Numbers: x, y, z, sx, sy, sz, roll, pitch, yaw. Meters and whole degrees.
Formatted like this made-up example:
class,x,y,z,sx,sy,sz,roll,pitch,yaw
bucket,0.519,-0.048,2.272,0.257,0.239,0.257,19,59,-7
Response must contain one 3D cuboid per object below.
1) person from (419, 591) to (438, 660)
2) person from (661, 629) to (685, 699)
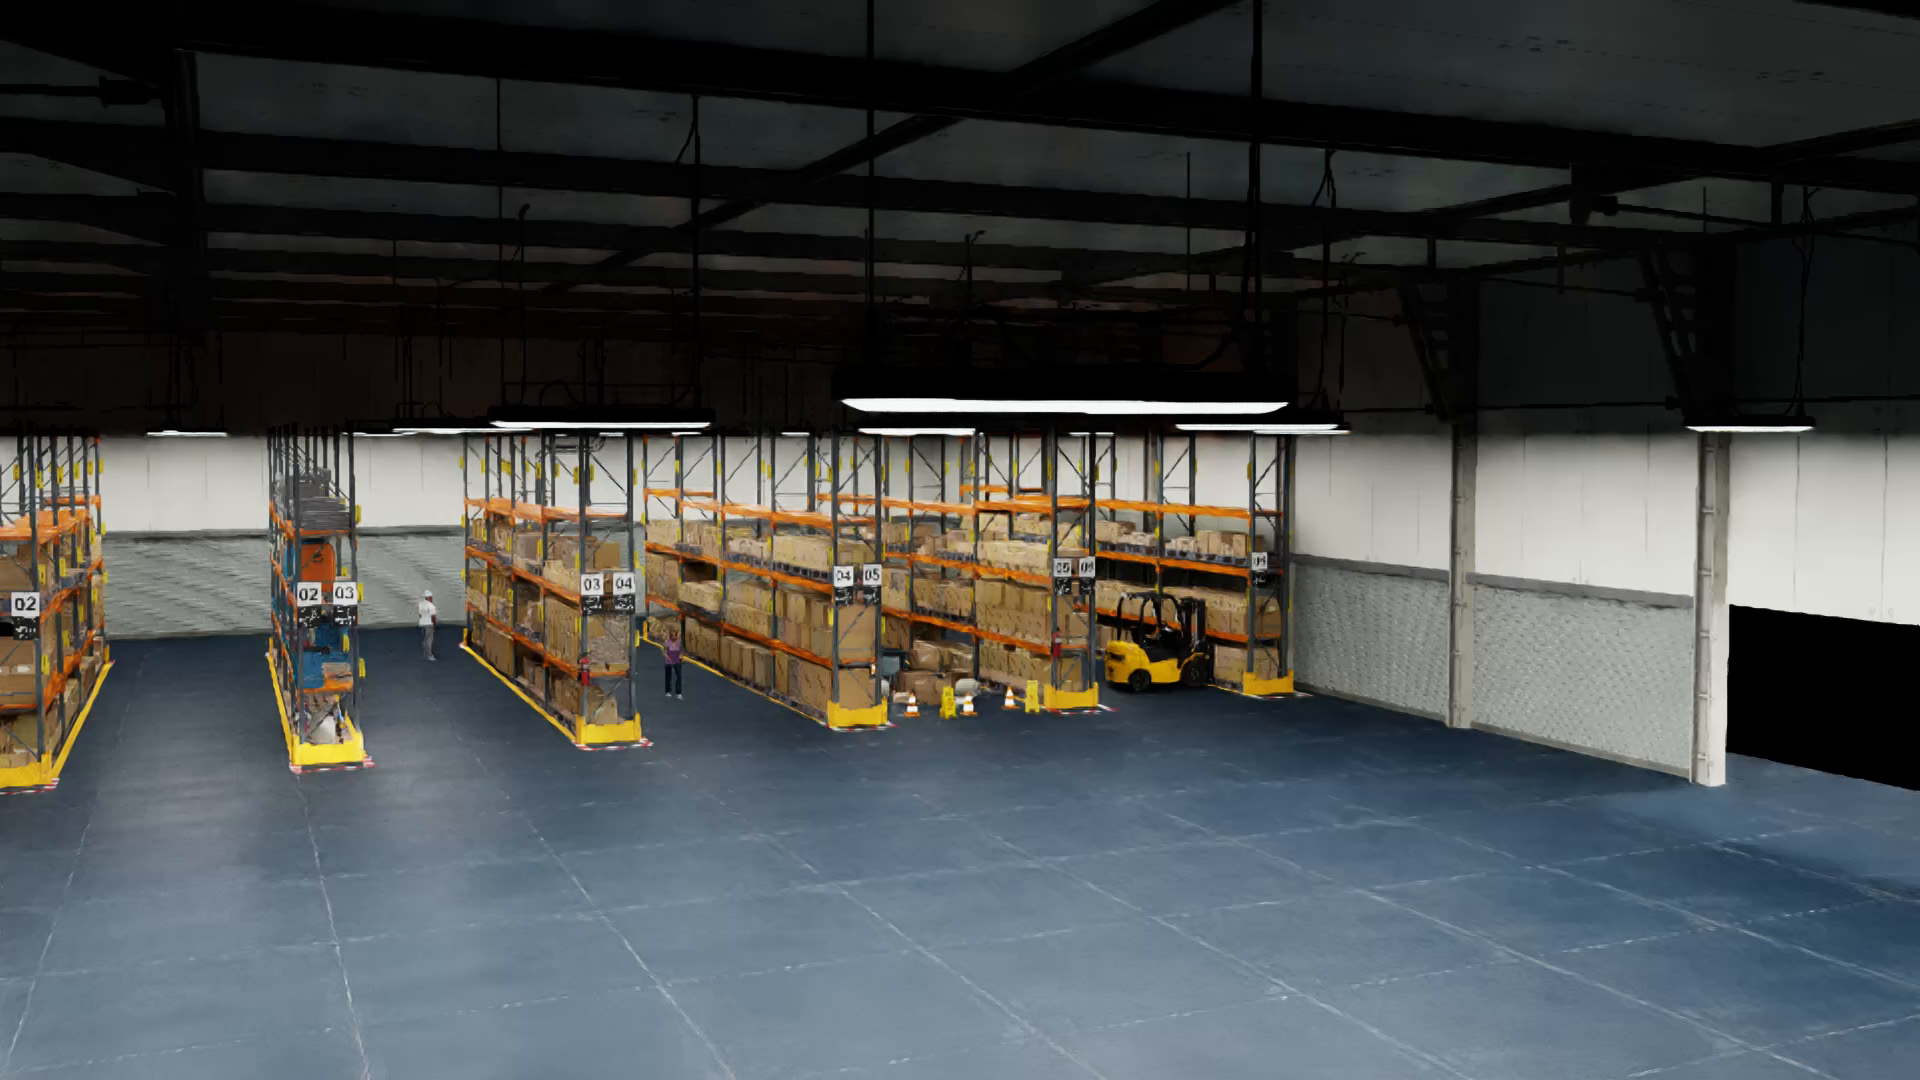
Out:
class,x,y,z,sx,sy,sz,roll,pitch,yaw
person,-13.705,2.196,42.965,0.649,1.772,0.463,3,4,37
person,-6.328,2.732,36.675,0.562,1.498,0.815,-1,4,-18
